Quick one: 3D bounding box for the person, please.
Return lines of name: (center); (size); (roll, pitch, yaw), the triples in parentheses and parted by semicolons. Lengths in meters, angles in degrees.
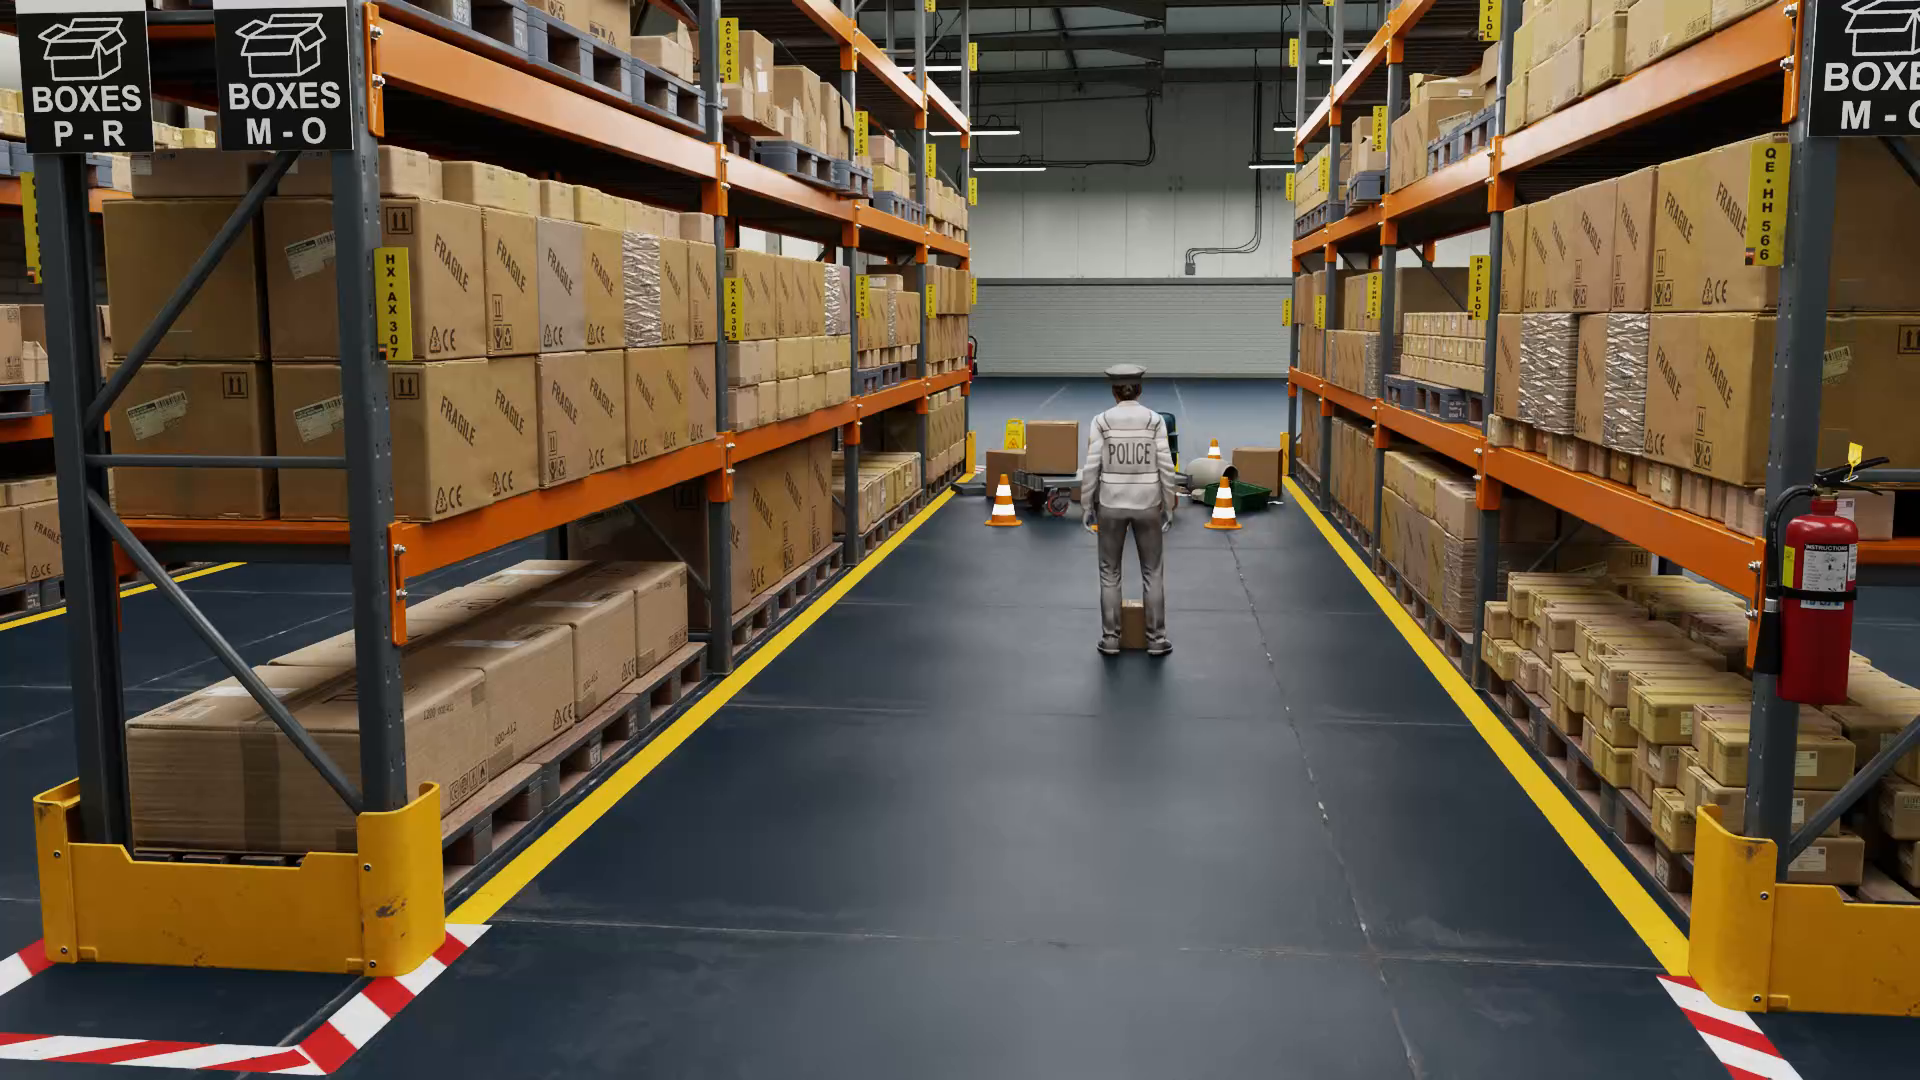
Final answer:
person: (0.967, -0.172, 9.544); (0.544, 1.666, 0.370); (1, 8, 4)
